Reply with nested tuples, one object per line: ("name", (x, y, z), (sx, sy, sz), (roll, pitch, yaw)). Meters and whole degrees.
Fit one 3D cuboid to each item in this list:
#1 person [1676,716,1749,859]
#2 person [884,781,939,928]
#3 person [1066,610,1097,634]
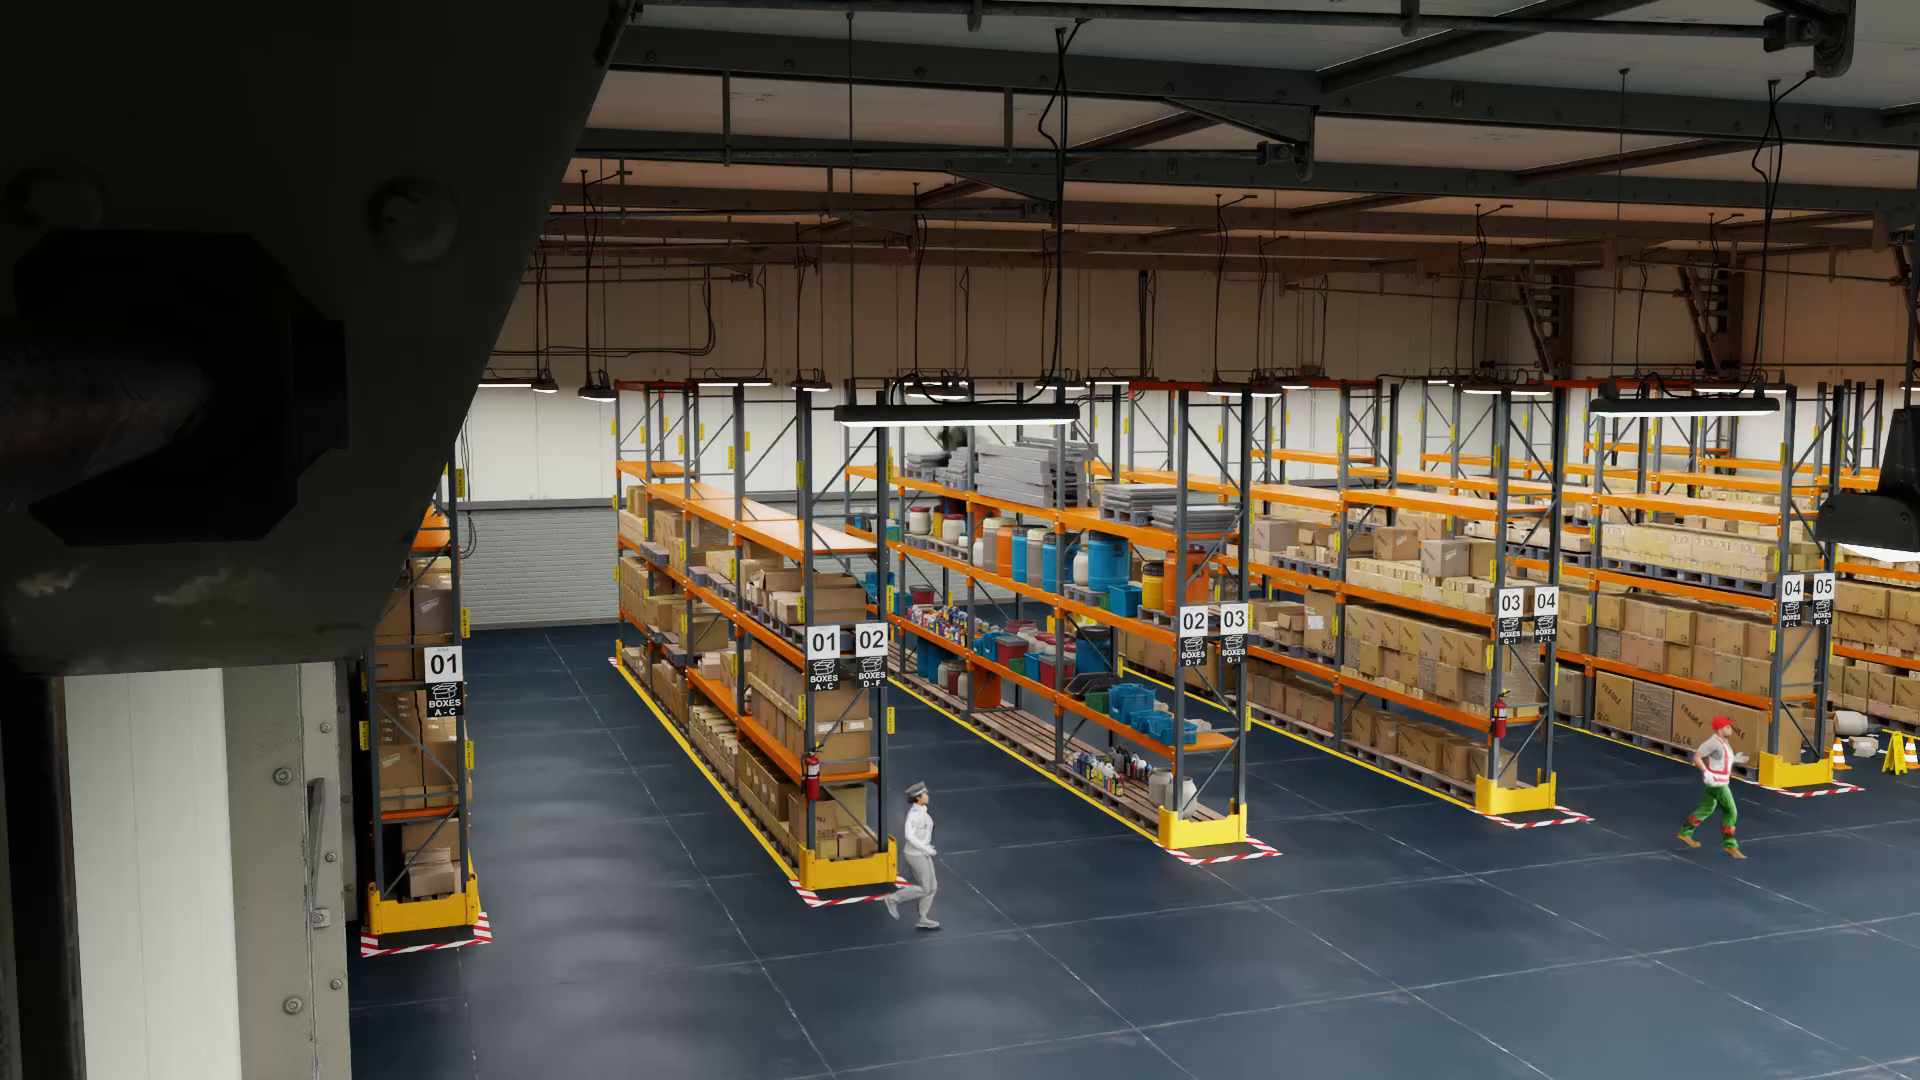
("person", (9.768, 3.172, 21.514), (0.824, 1.839, 0.623), (3, 7, 24))
("person", (-0.526, 3.536, 18.792), (0.620, 1.638, 0.655), (1, 6, 7))
("person", (2.435, 1.803, 31.755), (0.675, 1.850, 0.828), (-4, 7, -32))
